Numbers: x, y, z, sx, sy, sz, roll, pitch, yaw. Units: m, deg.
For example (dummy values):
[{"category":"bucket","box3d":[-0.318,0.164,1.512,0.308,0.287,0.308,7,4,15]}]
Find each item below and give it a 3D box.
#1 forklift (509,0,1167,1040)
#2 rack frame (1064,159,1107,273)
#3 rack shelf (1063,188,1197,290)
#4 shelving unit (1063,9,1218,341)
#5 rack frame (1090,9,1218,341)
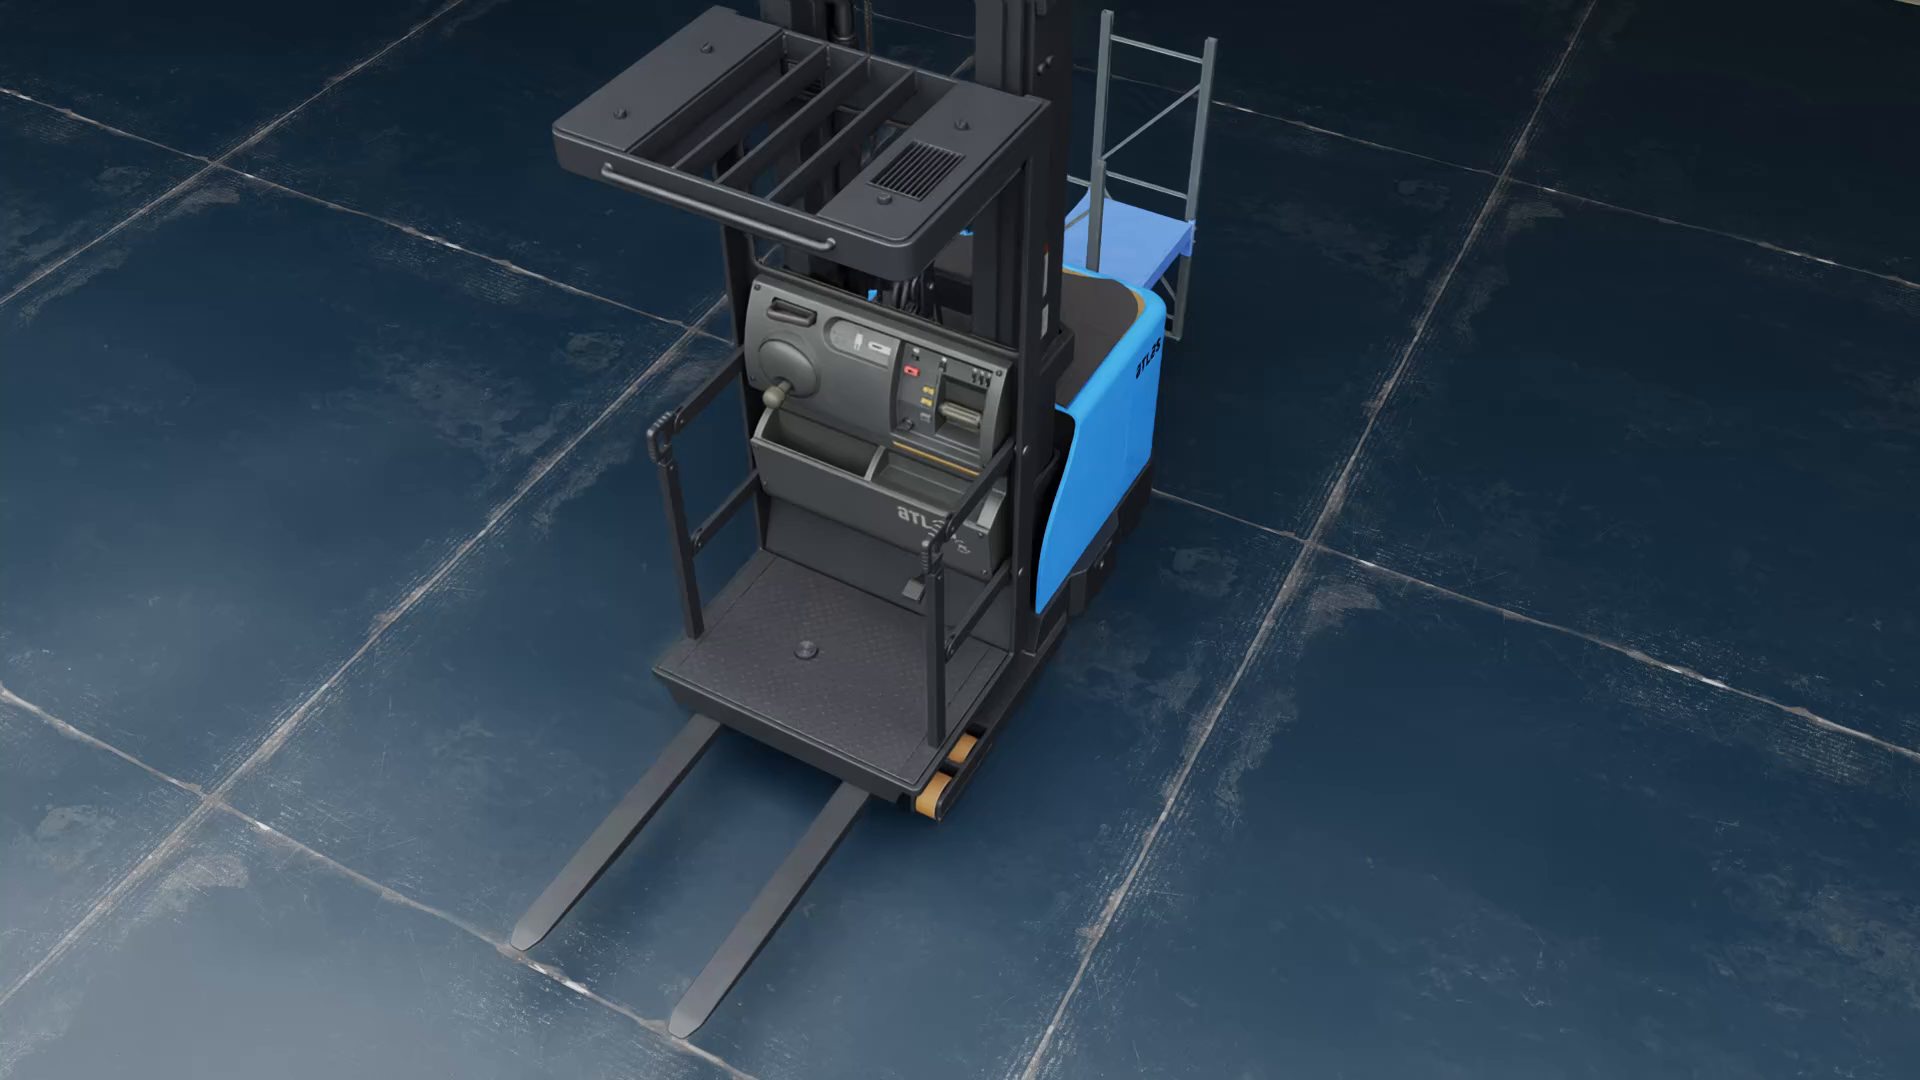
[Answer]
[{"category":"forklift","box3d":[-0.379,-0.437,5.121,1.130,2.935,3.031,22,49,20]},{"category":"rack frame","box3d":[0.304,-0.911,6.595,0.500,1.500,0.032,22,49,20]},{"category":"rack shelf","box3d":[0.552,-1.100,7.035,0.538,0.185,1.000,22,49,20]},{"category":"shelving unit","box3d":[0.552,-1.226,6.907,0.538,1.500,1.048,22,49,20]},{"category":"rack frame","box3d":[0.800,-1.542,7.219,0.500,1.500,0.032,22,49,20]}]
